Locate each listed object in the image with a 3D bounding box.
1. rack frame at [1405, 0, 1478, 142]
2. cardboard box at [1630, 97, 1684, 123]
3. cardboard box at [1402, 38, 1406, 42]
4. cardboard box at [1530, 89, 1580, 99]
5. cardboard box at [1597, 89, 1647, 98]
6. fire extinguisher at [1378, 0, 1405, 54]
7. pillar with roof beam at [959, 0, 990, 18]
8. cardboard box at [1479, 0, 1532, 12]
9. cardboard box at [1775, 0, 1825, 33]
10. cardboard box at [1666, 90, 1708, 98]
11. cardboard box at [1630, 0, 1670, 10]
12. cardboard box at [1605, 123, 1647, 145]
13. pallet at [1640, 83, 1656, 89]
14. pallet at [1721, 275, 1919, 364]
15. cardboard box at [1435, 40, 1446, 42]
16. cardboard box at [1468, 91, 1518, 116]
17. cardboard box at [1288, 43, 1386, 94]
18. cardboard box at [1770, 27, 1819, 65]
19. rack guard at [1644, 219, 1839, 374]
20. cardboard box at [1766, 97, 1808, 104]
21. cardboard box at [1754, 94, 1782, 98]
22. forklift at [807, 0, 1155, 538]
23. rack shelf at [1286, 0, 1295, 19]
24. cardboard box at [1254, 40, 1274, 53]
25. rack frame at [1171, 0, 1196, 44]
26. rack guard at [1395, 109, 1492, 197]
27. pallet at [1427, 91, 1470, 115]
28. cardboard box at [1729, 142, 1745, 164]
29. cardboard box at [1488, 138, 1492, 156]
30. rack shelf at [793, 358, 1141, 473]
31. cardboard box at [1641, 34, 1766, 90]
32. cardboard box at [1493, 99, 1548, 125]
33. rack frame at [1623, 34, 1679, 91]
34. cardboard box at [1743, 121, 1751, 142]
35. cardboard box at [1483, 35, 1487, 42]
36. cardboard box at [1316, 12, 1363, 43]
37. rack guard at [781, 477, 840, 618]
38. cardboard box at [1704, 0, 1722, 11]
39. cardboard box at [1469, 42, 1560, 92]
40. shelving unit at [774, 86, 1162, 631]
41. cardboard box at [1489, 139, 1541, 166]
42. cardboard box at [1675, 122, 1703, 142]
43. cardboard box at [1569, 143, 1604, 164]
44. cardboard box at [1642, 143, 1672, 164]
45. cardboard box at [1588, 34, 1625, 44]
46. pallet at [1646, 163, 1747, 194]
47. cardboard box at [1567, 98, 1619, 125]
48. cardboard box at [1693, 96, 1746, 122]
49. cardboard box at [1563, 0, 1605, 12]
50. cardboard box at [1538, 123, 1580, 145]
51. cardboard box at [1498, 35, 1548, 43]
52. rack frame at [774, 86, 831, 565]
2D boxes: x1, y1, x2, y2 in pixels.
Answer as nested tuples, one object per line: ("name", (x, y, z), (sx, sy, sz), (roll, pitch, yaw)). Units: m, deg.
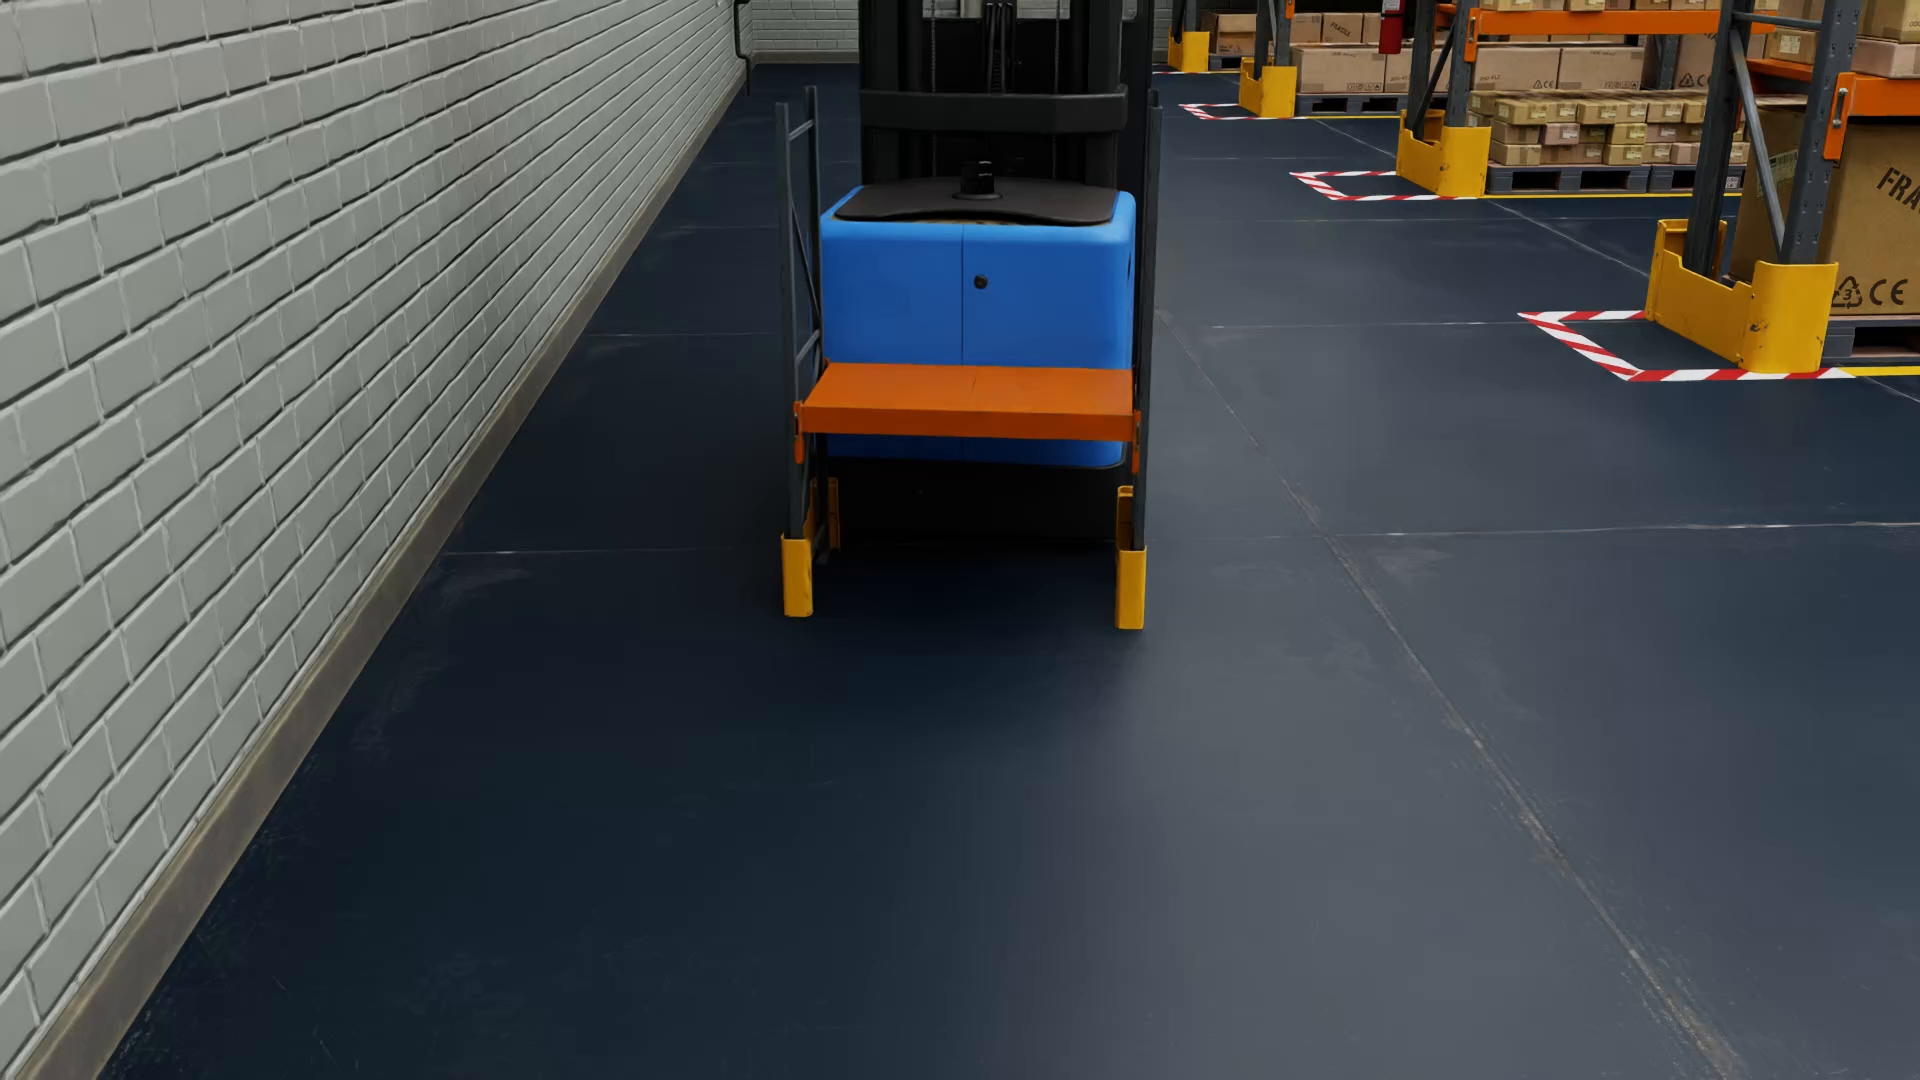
("rack frame", (3.607, -4.138, 12.274), (0.127, 3.000, 1.000), (-1, 21, -3))
("cardboard box", (5.197, -3.215, 12.429), (0.250, 0.149, 0.380), (0, 21, -1))
("cardboard box", (5.824, -6.664, 22.326), (0.250, 0.149, 0.380), (-1, 21, -4))
("cardboard box", (4.626, -3.416, 12.957), (0.250, 0.149, 0.380), (-2, 21, -4))
("cardboard box", (5.153, -3.424, 12.978), (0.250, 0.149, 0.380), (0, 21, -1))
("fire extinguisher", (3.329, -4.086, 12.771), (0.183, 0.674, 0.296), (-1, 21, -3))
("pillar with roof beam", (0.439, -9.197, 17.131), (0.400, 9.000, 9.100), (-1, 21, -3))
("cardboard box", (3.949, -3.911, 12.030), (0.250, 0.149, 0.380), (-1, 21, -3))
("cardboard box", (4.258, -2.547, 7.888), (0.500, 0.250, 0.500), (-1, 21, -4))
("cardboard box", (5.683, -3.405, 12.929), (0.250, 0.149, 0.380), (-1, 21, -3))
("cardboard box", (4.995, -3.968, 12.180), (0.250, 0.149, 0.380), (-1, 21, -4))
("cardboard box", (4.923, -3.049, 12.412), (0.250, 0.149, 0.380), (-1, 21, -1))
("pallet", (7.983, -4.715, 17.708), (1.213, 0.211, 1.003), (-1, 21, -3))
("pallet", (4.583, -1.115, 8.253), (1.213, 0.211, 1.003), (-1, 21, -3))
("cardboard box", (6.390, -6.487, 21.860), (0.250, 0.149, 0.380), (-2, 21, -5))
("cardboard box", (4.121, -3.381, 12.865), (0.250, 0.149, 0.380), (-1, 21, -2))
("cardboard box", (3.877, -4.942, 17.397), (0.875, 0.438, 0.875), (-2, 21, -5))
("cardboard box", (4.126, -2.381, 8.012), (0.250, 0.149, 0.380), (-1, 21, -2))
("rack guard", (3.765, -1.205, 8.084), (0.348, 0.500, 1.175), (-1, 21, -3))
("cardboard box", (6.230, -3.219, 12.440), (0.250, 0.149, 0.380), (-2, 21, -6))
("cardboard box", (6.199, -3.431, 12.997), (0.250, 0.149, 0.380), (-1, 21, -2))
("forklift", (0.201, -1.862, 6.394), (1.130, 2.935, 3.031), (3, 21, 7))
("rack shelf", (5.220, -5.599, 17.122), (4.000, 0.370, 1.077), (-1, 21, -3))
("cardboard box", (3.979, -6.495, 21.881), (0.250, 0.149, 0.380), (-2, 21, -5))
("rack frame", (2.936, -7.657, 21.518), (0.127, 3.000, 1.000), (-1, 21, -3))
("rack guard", (3.683, -2.971, 12.723), (0.348, 0.500, 1.175), (-1, 21, -3))
("pallet", (5.232, -4.659, 17.561), (1.213, 0.211, 1.003), (-1, 21, -3))
("cardboard box", (5.692, -2.935, 12.531), (0.250, 0.149, 0.380), (-1, 21, -3))
("cardboard box", (4.120, -3.087, 12.929), (0.250, 0.149, 0.380), (-1, 21, -2))
("rack shelf", (0.040, -0.385, 5.031), (1.000, 0.185, 0.538), (2, 21, 5))
("cardboard box", (7.831, -5.220, 17.511), (0.875, 0.875, 0.875), (-1, 21, -1))
("cardboard box", (4.149, -3.170, 12.312), (0.250, 0.149, 0.380), (-2, 21, -6))
("rack frame", (7.217, -5.976, 17.100), (0.127, 3.000, 1.000), (-1, 21, -3))
("cardboard box", (5.990, -3.101, 12.548), (0.250, 0.149, 0.380), (-2, 21, -6))
("cardboard box", (7.403, -6.882, 22.404), (0.500, 0.500, 0.500), (-1, 21, -3))
("cardboard box", (4.941, -6.643, 21.777), (0.500, 0.500, 0.500), (-1, 21, -2))
("rack guard", (-0.465, 0.014, 5.233), (0.087, 0.250, 0.587), (2, 21, 5))
("cardboard box", (5.503, -3.960, 12.161), (0.250, 0.149, 0.380), (0, 21, -1))
("cardboard box", (5.690, -4.981, 17.500), (0.875, 0.438, 0.875), (-2, 21, -5))
("shelving unit", (0.031, -0.554, 4.968), (1.083, 1.500, 0.587), (2, 21, 5))
("cardboard box", (4.148, -2.899, 12.436), (0.250, 0.149, 0.380), (-1, 21, -2))
("cardboard box", (5.451, -3.108, 12.568), (0.250, 0.149, 0.380), (0, 21, 0))
("cardboard box", (4.652, -2.941, 12.546), (0.250, 0.149, 0.380), (-1, 21, -2))
("cardboard box", (5.163, -2.946, 12.560), (0.250, 0.149, 0.380), (-1, 21, -3))
("cardboard box", (8.455, -6.720, 21.978), (0.500, 0.500, 0.500), (-2, 21, -5))
("pallet", (5.711, -2.864, 12.847), (1.213, 0.211, 1.003), (-1, 21, -3))
("cardboard box", (4.676, -3.178, 12.332), (0.250, 0.149, 0.380), (-1, 21, -3))
("cardboard box", (5.708, -3.243, 12.503), (0.250, 0.149, 0.380), (-1, 21, -3))
("cardboard box", (4.472, -3.917, 12.047), (0.250, 0.149, 0.380), (-2, 21, -5))
("cardboard box", (4.421, -3.046, 12.404), (0.250, 0.149, 0.380), (-1, 21, -3))
("cardboard box", (7.426, -6.697, 21.917), (0.500, 0.500, 0.500), (0, 21, -1))
("rack frame", (-0.467, -0.570, 5.011), (0.032, 1.500, 0.500), (2, 21, 5))
